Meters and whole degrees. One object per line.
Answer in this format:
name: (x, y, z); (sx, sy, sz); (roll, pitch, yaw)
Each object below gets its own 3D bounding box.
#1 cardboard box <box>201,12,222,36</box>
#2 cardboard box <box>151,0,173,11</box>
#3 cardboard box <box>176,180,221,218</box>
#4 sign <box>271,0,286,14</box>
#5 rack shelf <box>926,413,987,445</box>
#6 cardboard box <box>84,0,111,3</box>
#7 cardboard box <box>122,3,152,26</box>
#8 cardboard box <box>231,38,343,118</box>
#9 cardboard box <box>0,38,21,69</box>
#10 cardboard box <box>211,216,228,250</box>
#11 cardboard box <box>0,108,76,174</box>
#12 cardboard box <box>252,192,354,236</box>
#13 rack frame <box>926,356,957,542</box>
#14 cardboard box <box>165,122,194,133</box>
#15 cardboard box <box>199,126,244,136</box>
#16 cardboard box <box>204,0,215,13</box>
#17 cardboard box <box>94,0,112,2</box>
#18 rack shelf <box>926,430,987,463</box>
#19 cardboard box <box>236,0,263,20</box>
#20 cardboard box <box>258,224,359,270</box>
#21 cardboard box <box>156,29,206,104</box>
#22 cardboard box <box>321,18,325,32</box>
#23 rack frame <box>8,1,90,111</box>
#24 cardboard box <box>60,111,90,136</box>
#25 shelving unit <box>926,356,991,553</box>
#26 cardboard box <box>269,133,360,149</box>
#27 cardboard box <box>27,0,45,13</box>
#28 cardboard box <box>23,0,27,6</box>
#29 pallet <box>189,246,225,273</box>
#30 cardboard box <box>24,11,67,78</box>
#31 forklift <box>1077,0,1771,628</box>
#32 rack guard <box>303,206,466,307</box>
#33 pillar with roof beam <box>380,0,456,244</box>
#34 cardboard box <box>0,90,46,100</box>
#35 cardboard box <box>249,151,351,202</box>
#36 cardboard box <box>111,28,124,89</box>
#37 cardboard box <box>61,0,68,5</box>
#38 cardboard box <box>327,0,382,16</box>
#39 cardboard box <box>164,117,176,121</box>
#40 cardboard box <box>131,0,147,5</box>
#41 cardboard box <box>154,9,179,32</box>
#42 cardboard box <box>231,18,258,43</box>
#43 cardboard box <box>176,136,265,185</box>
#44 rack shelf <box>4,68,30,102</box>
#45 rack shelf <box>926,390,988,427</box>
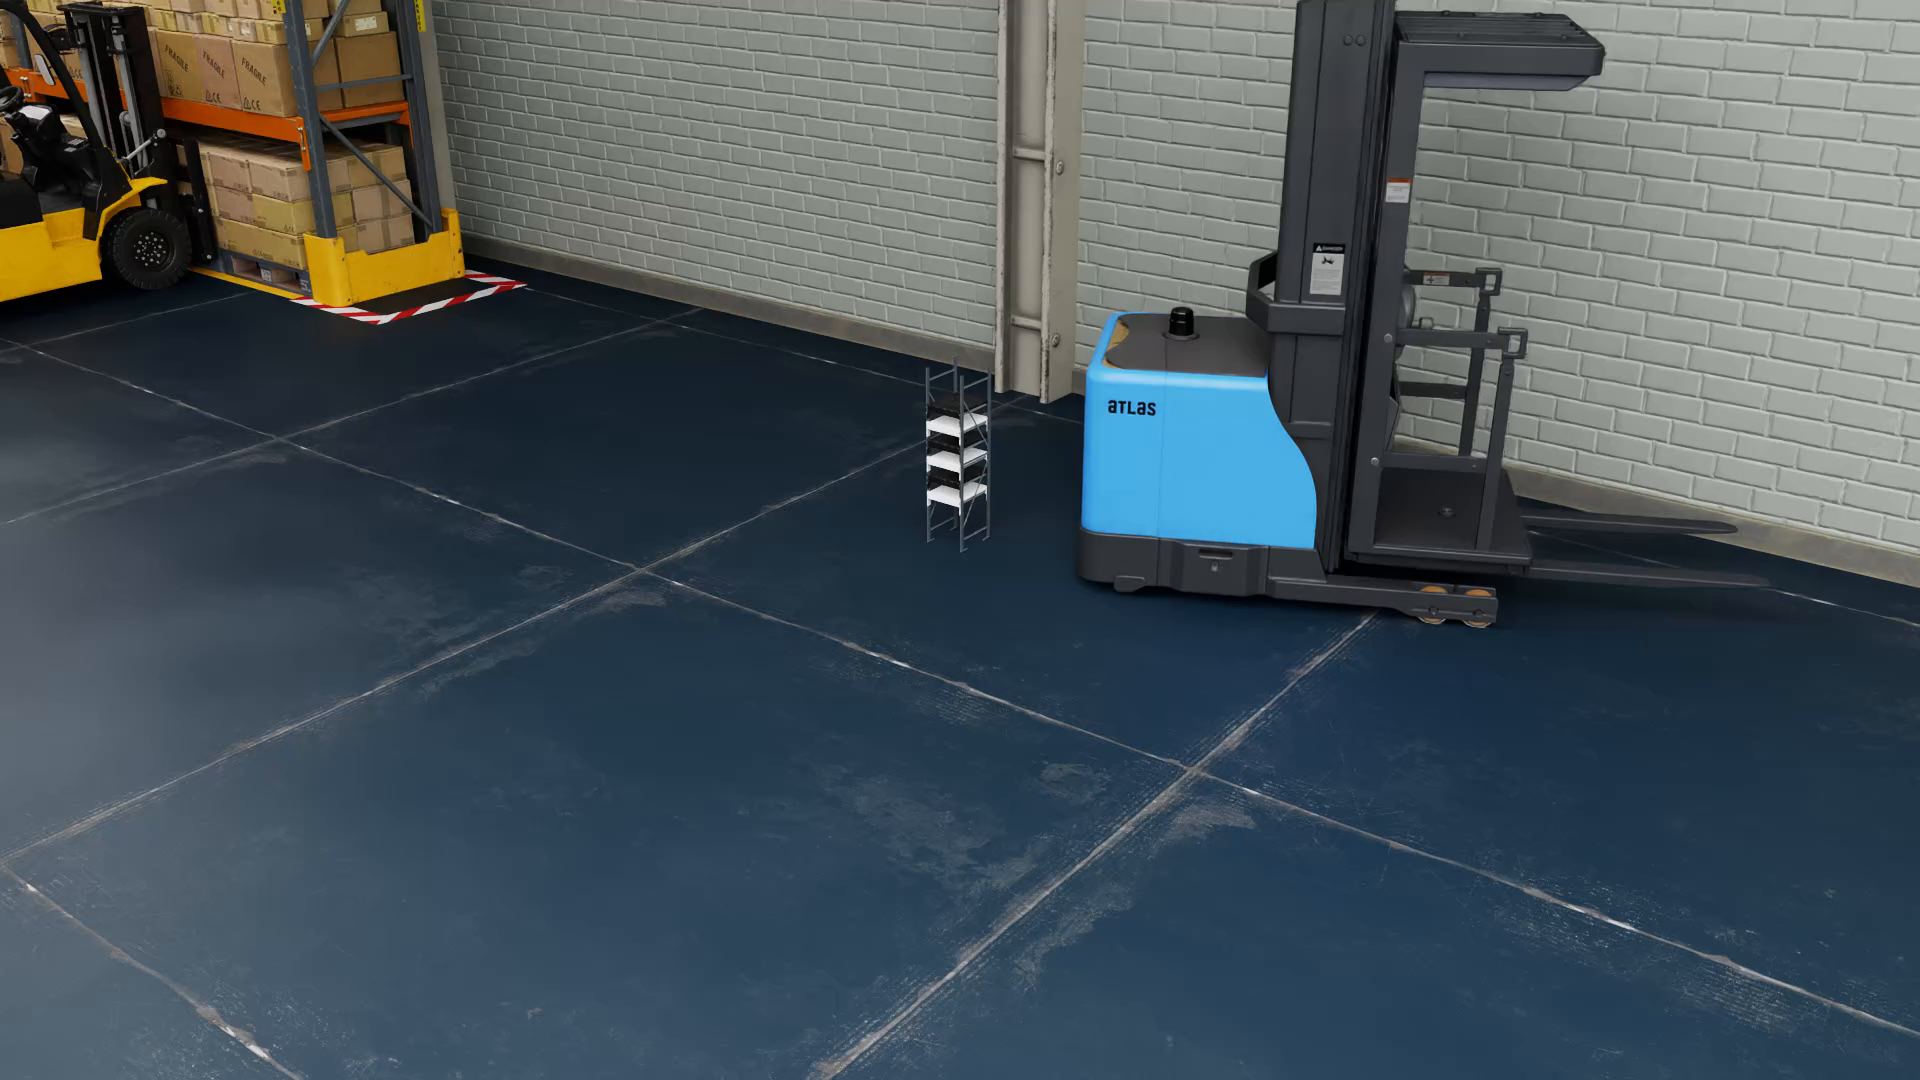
cardboard box: (-5.352, -3.826, 12.284); (0.250, 0.149, 0.380); (17, 29, 33)
cardboard box: (-5.817, -4.065, 12.459); (0.250, 0.149, 0.380); (17, 29, 34)
cardboard box: (-5.720, -2.714, 12.959); (0.500, 0.250, 0.500); (16, 28, 32)
sign: (-4.659, -3.758, 11.329); (0.005, 0.325, 0.100); (17, 29, 33)
rack shelf: (-0.006, -0.548, 8.014); (0.200, 0.077, 0.258); (17, 29, 33)
cardboard box: (-6.630, -4.176, 13.079); (0.250, 0.149, 0.380); (16, 29, 33)
cardboard box: (-6.200, -4.059, 12.814); (0.250, 0.149, 0.380); (16, 28, 32)
cardboard box: (-4.873, -3.372, 12.058); (0.500, 0.500, 0.500); (16, 28, 32)
cardboard box: (-8.083, -4.228, 14.311); (0.500, 0.250, 0.500); (18, 29, 34)
cardboard box: (-5.675, -2.484, 13.058); (0.500, 0.250, 0.500); (17, 29, 34)
cardboard box: (-7.947, -3.487, 14.868); (0.625, 0.625, 0.875); (18, 30, 36)
cardboard box: (-4.899, -2.471, 12.407); (0.500, 0.250, 0.500); (16, 29, 33)
rack frame: (-0.088, -0.438, 8.129); (0.006, 0.900, 0.240); (17, 29, 33)
cardboard box: (-6.516, -3.189, 13.416); (0.500, 0.250, 0.500); (18, 29, 35)
cardboard box: (-5.795, -3.230, 13.511); (0.500, 0.250, 0.500); (16, 28, 32)
cardboard box: (-5.331, -3.977, 12.259); (0.250, 0.149, 0.380); (17, 29, 34)
cardboard box: (-6.605, -4.322, 13.042); (0.250, 0.149, 0.380); (16, 29, 32)
rack shelf: (-0.006, -0.466, 8.050); (0.200, 0.077, 0.258); (17, 29, 33)
cardboard box: (-4.951, -3.838, 11.944); (0.250, 0.149, 0.380); (17, 29, 33)
cardboard box: (-4.888, -2.237, 12.496); (0.500, 0.250, 0.500); (17, 29, 34)
cardboard box: (-5.693, -3.624, 12.630); (0.500, 0.500, 0.500); (16, 29, 32)
cardboard box: (-4.674, -3.839, 12.314); (0.250, 0.149, 0.380); (17, 29, 33)
rack frame: (-7.523, -4.259, 14.196); (0.127, 3.000, 1.000); (17, 29, 33)
cardboard box: (-7.324, -3.432, 13.968); (0.500, 0.250, 0.500); (16, 29, 33)
shelving unit: (-0.006, -0.414, 8.073); (0.210, 0.900, 0.258); (17, 29, 33)
cardboard box: (-4.995, -2.980, 12.942); (0.500, 0.250, 0.500); (17, 29, 33)
cardboard box: (-7.426, -4.439, 13.677); (0.250, 0.149, 0.380); (16, 29, 32)
cardboard box: (-7.929, -4.612, 14.069); (0.250, 0.149, 0.380); (18, 29, 35)
pallet: (-5.931, -2.482, 13.621); (1.213, 0.211, 1.003); (17, 29, 33)
cardboard box: (-7.324, -4.113, 13.741); (0.500, 0.500, 0.500); (16, 28, 32)
forklift: (2.112, -1.185, 7.305); (3.031, 2.935, 1.130); (4, 24, 10)
rack guard: (-4.303, -2.142, 12.491); (0.348, 0.500, 1.175); (17, 29, 33)
pillar with roof beam: (-6.921, -5.107, 8.680); (0.400, 9.000, 9.100); (17, 29, 33)
cardboard box: (-9.166, -3.858, 15.710); (0.625, 0.625, 0.875); (15, 28, 31)
cardboard box: (-4.878, -2.694, 12.293); (0.500, 0.250, 0.500); (18, 29, 35)
cardboard box: (-6.492, -3.870, 13.190); (0.500, 0.500, 0.500); (16, 29, 33)
cardboard box: (-6.992, -4.323, 13.413); (0.250, 0.149, 0.380); (17, 29, 33)
cardboard box: (-4.463, -3.920, 12.130); (0.250, 0.149, 0.380); (16, 28, 32)
cardboard box: (-6.599, -3.476, 14.068); (0.500, 0.250, 0.500); (16, 29, 33)
cardboard box: (-6.157, -4.224, 12.820); (0.250, 0.149, 0.380); (17, 29, 33)
cardboard box: (-5.809, -3.930, 12.521); (0.250, 0.149, 0.380); (17, 29, 34)
cardboard box: (-4.990, -3.680, 11.953); (0.250, 0.149, 0.380); (17, 29, 34)
cardboard box: (-5.700, -2.934, 12.838); (0.500, 0.250, 0.500); (17, 29, 34)
rack shelf: (-9.123, -4.413, 15.438); (4.000, 0.370, 1.077); (17, 29, 33)
rack shelf: (-0.006, -0.630, 7.978); (0.200, 0.077, 0.258); (17, 29, 33)
